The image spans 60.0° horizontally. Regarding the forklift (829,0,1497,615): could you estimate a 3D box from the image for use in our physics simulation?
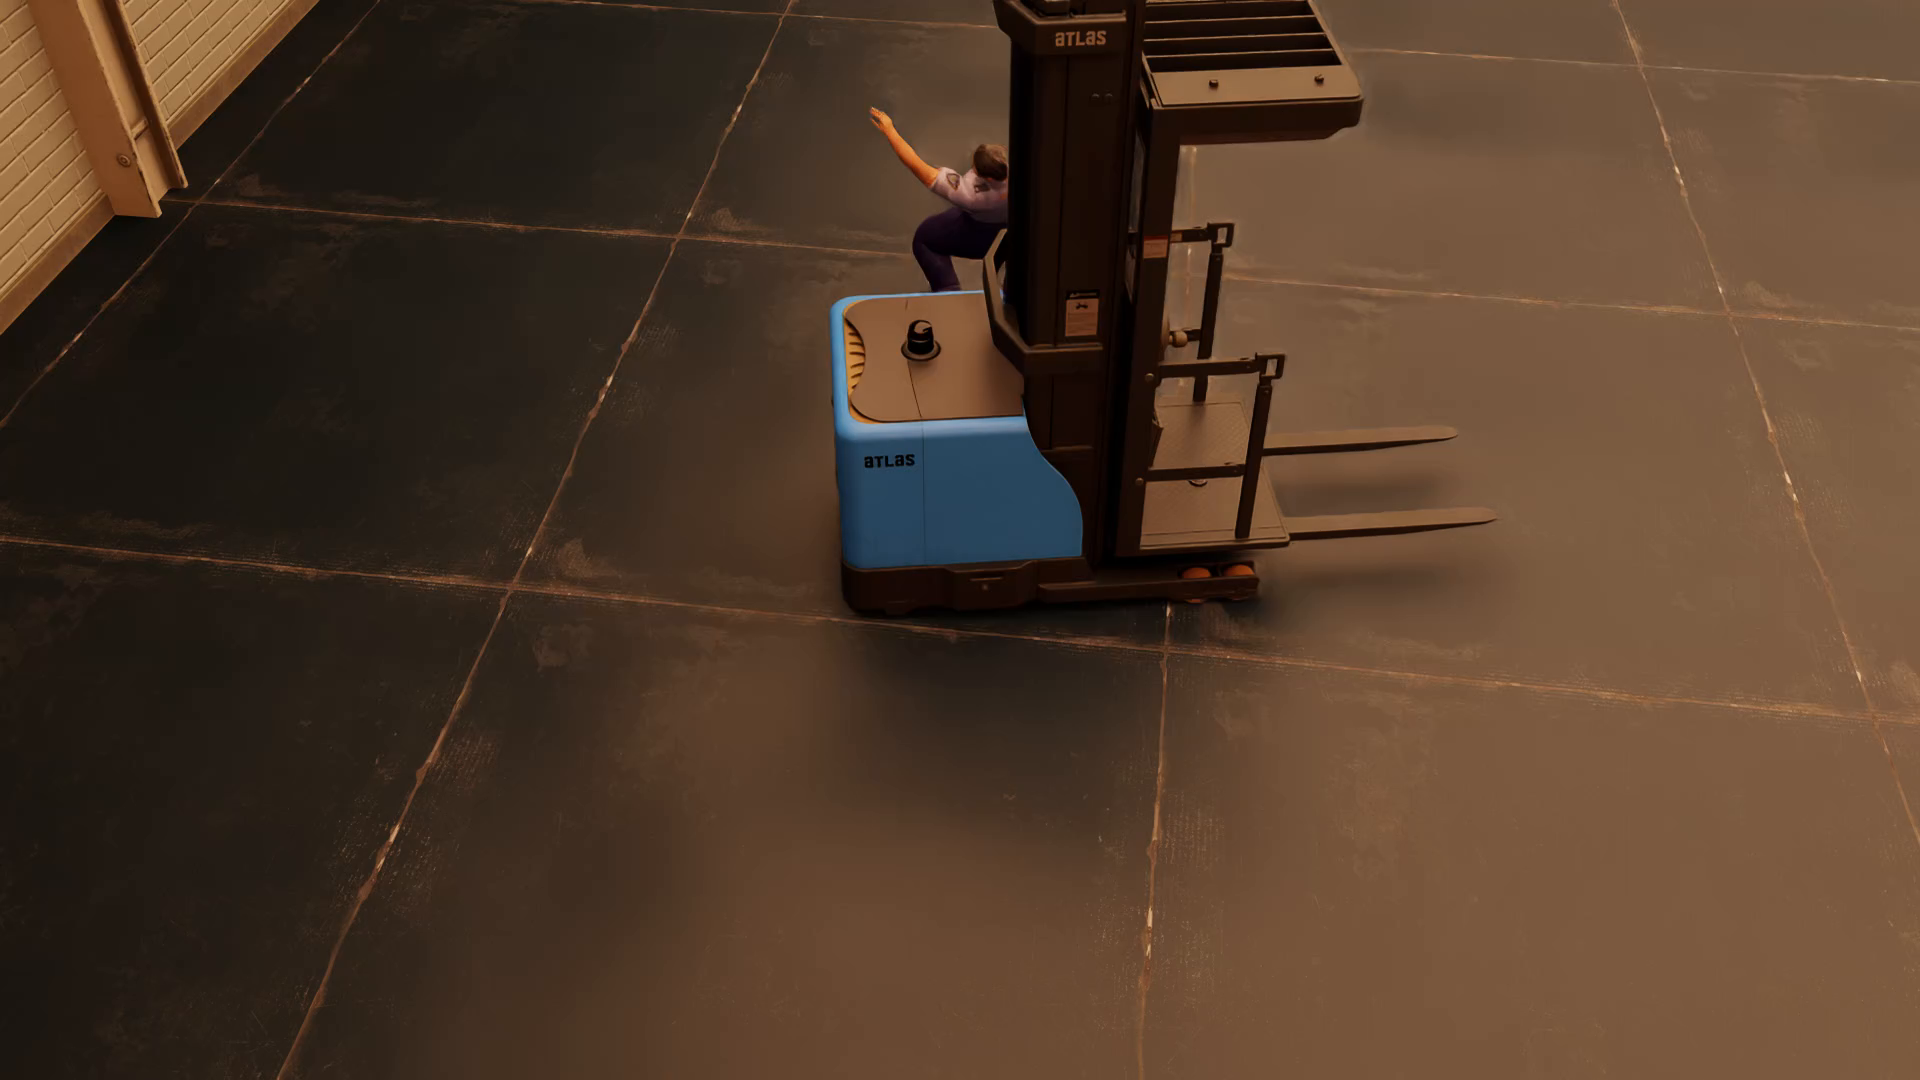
[{"bbox_3d":[0.944,-1.149,6.975,3.031,2.935,1.130,-3,43,-4],"label":"forklift"}]

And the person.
[{"bbox_3d":[0.016,-1.660,8.557,0.956,1.580,0.751,-7,43,-7],"label":"person"}]
